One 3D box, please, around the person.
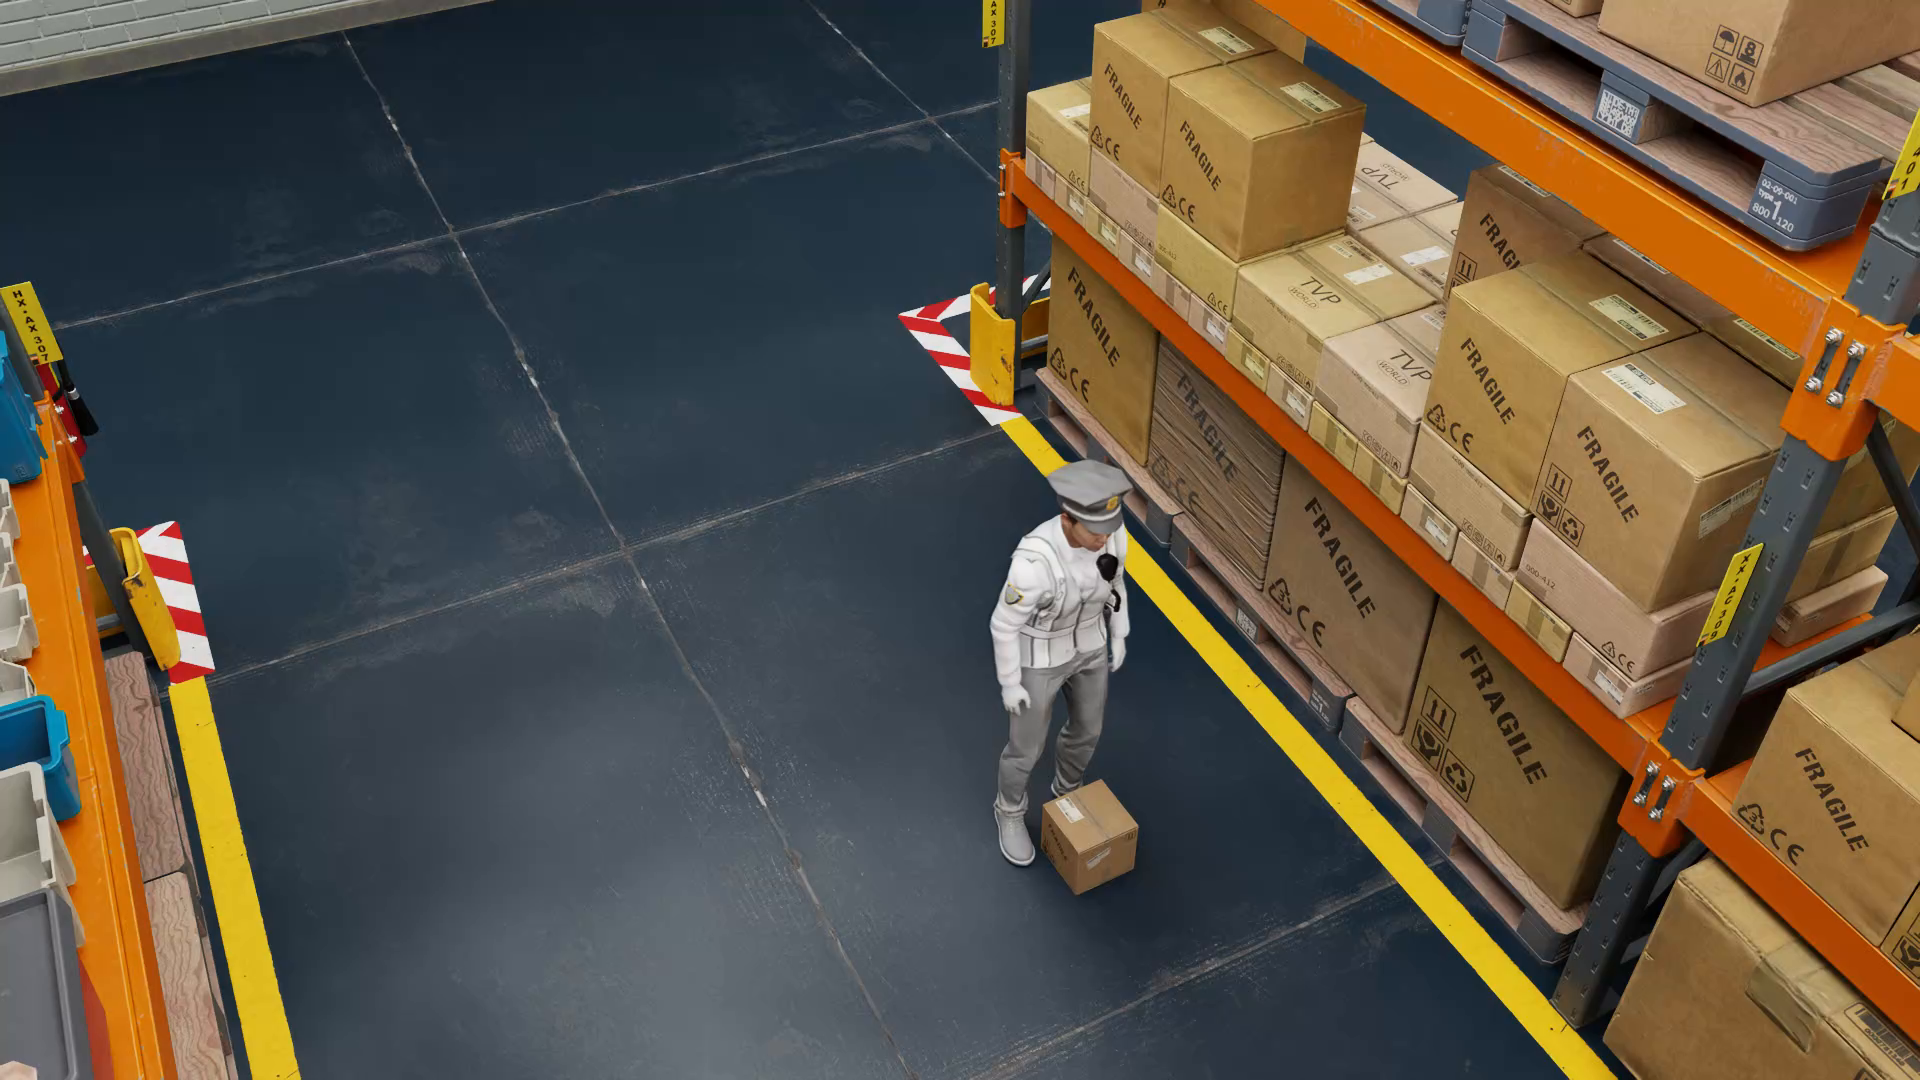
[{"bbox_3d":[0.351,0.403,5.702,0.541,1.662,0.375,-22,46,-23],"label":"person"}]
